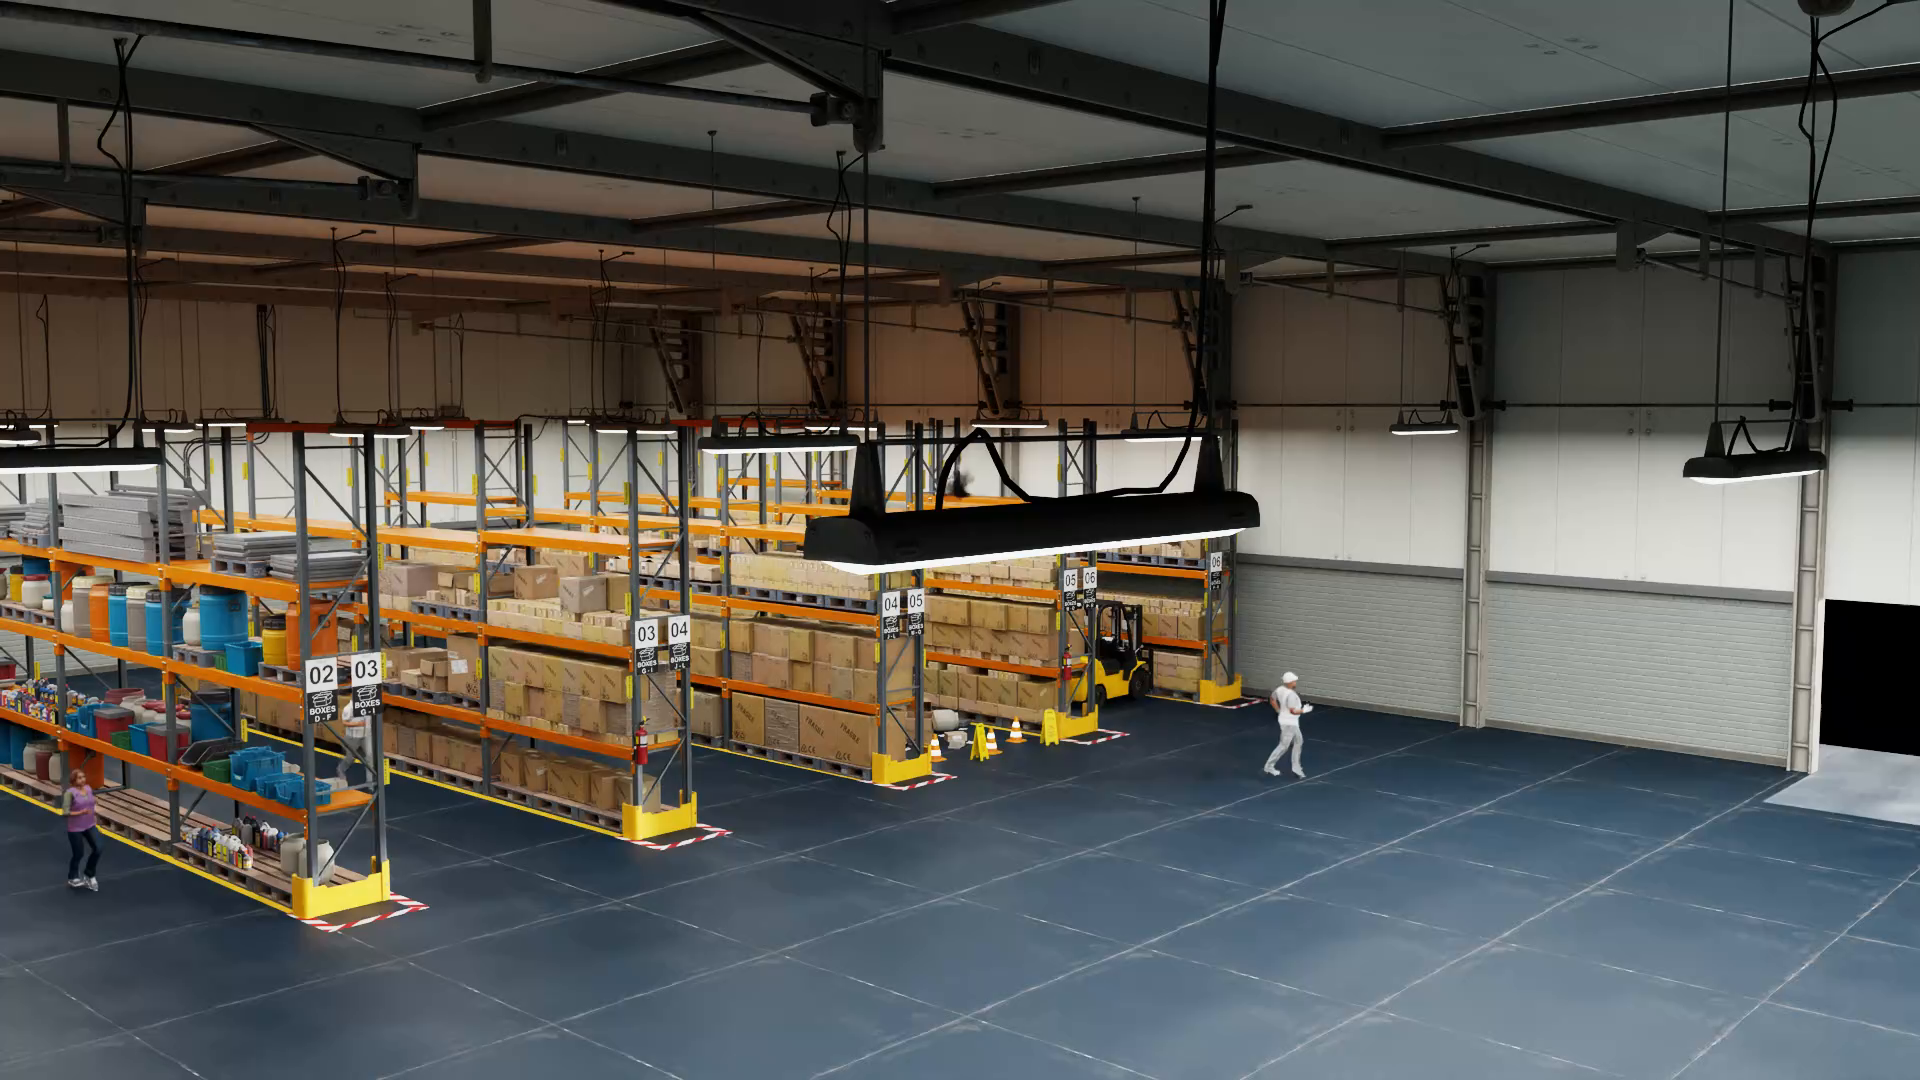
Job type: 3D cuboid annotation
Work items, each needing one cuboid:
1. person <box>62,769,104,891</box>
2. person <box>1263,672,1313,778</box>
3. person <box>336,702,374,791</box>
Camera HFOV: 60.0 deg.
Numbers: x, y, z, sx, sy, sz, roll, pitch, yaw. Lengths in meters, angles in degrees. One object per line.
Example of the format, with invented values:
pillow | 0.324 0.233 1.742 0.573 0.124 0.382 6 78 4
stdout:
person | -11.388 3.767 21.597 0.649 1.606 0.518 3 6 32
person | 5.532 3.148 28.084 0.808 1.847 0.660 0 5 1
person | -9.947 3.260 27.487 0.614 1.697 0.930 -5 6 -44
